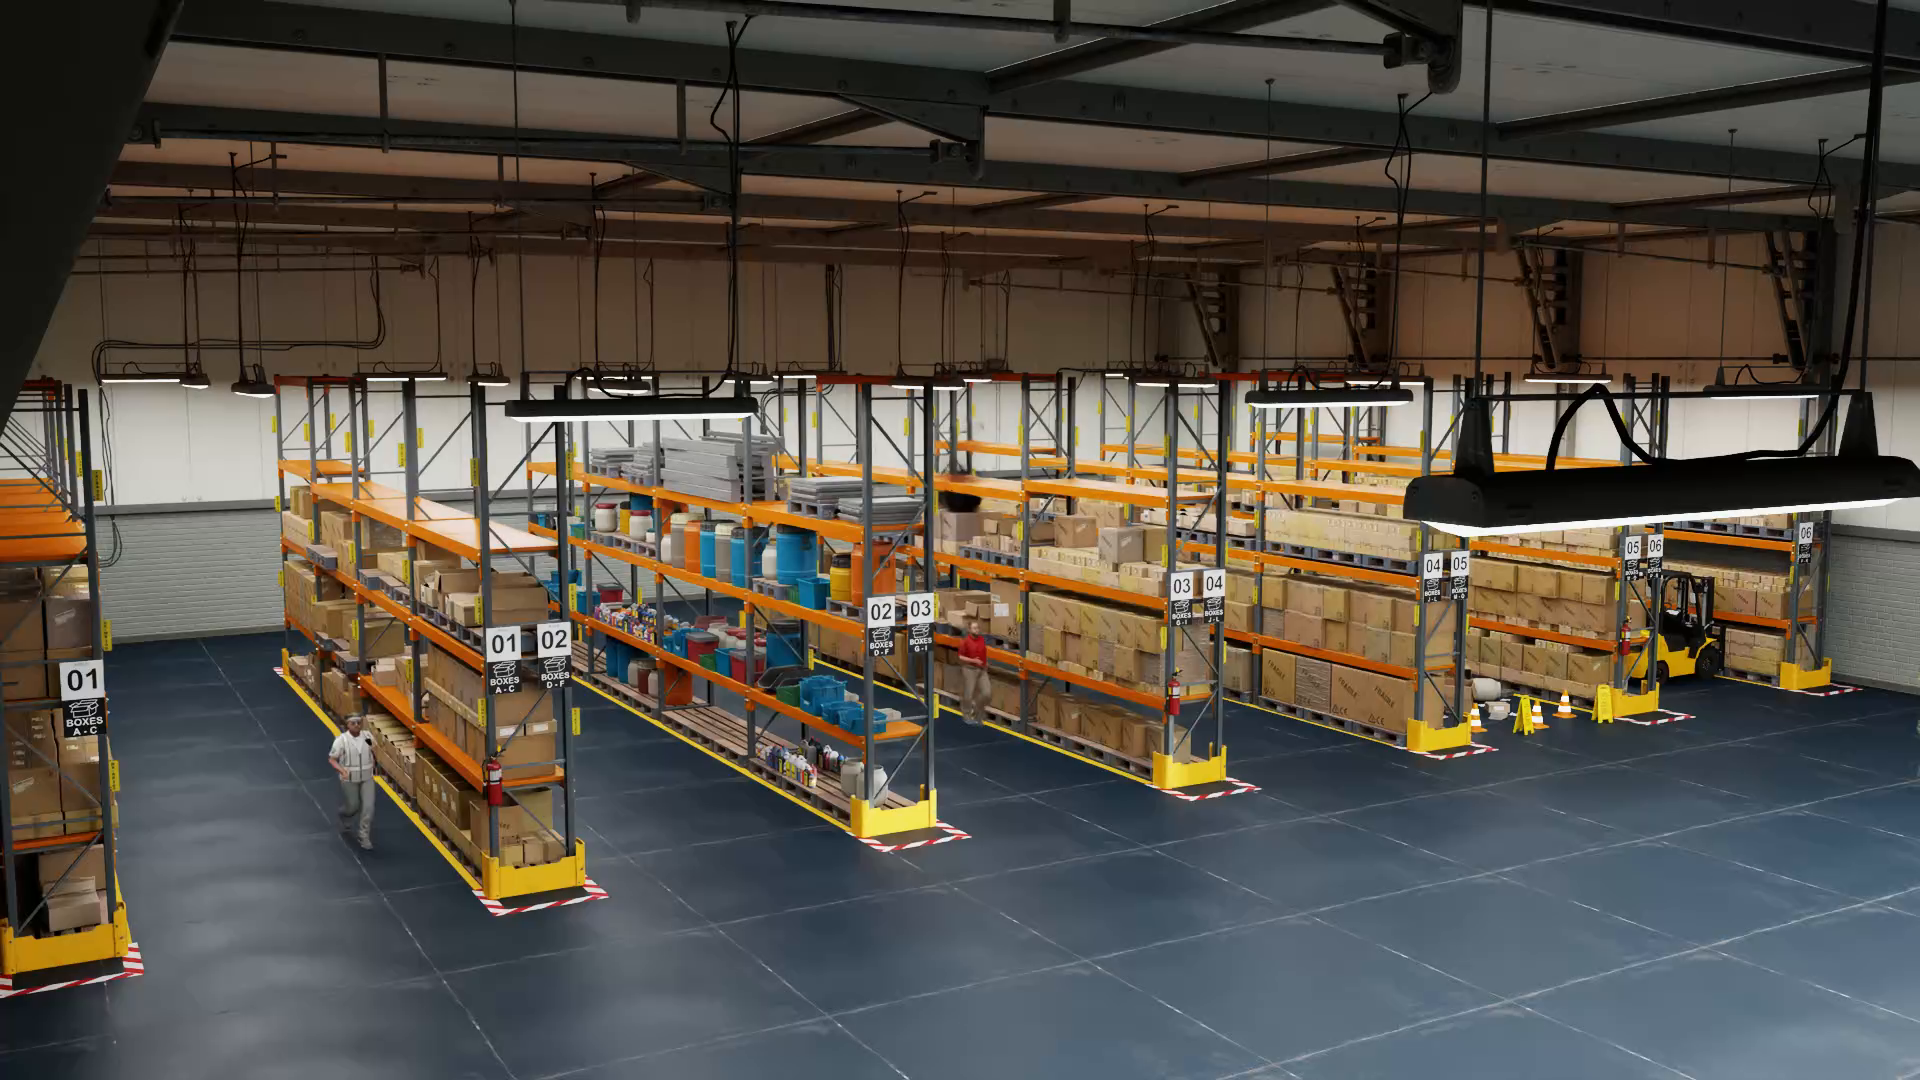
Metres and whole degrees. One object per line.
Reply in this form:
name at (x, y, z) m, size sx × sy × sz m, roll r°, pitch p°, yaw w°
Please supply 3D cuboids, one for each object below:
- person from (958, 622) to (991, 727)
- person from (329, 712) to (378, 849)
person at (0.290, 2.231, 27.369) m, size 0.640 × 1.777 × 0.644 m, roll -4°, pitch 8°, yaw -35°
person at (-7.890, 3.100, 21.735) m, size 0.663 × 1.772 × 0.816 m, roll -5°, pitch 8°, yaw -37°
